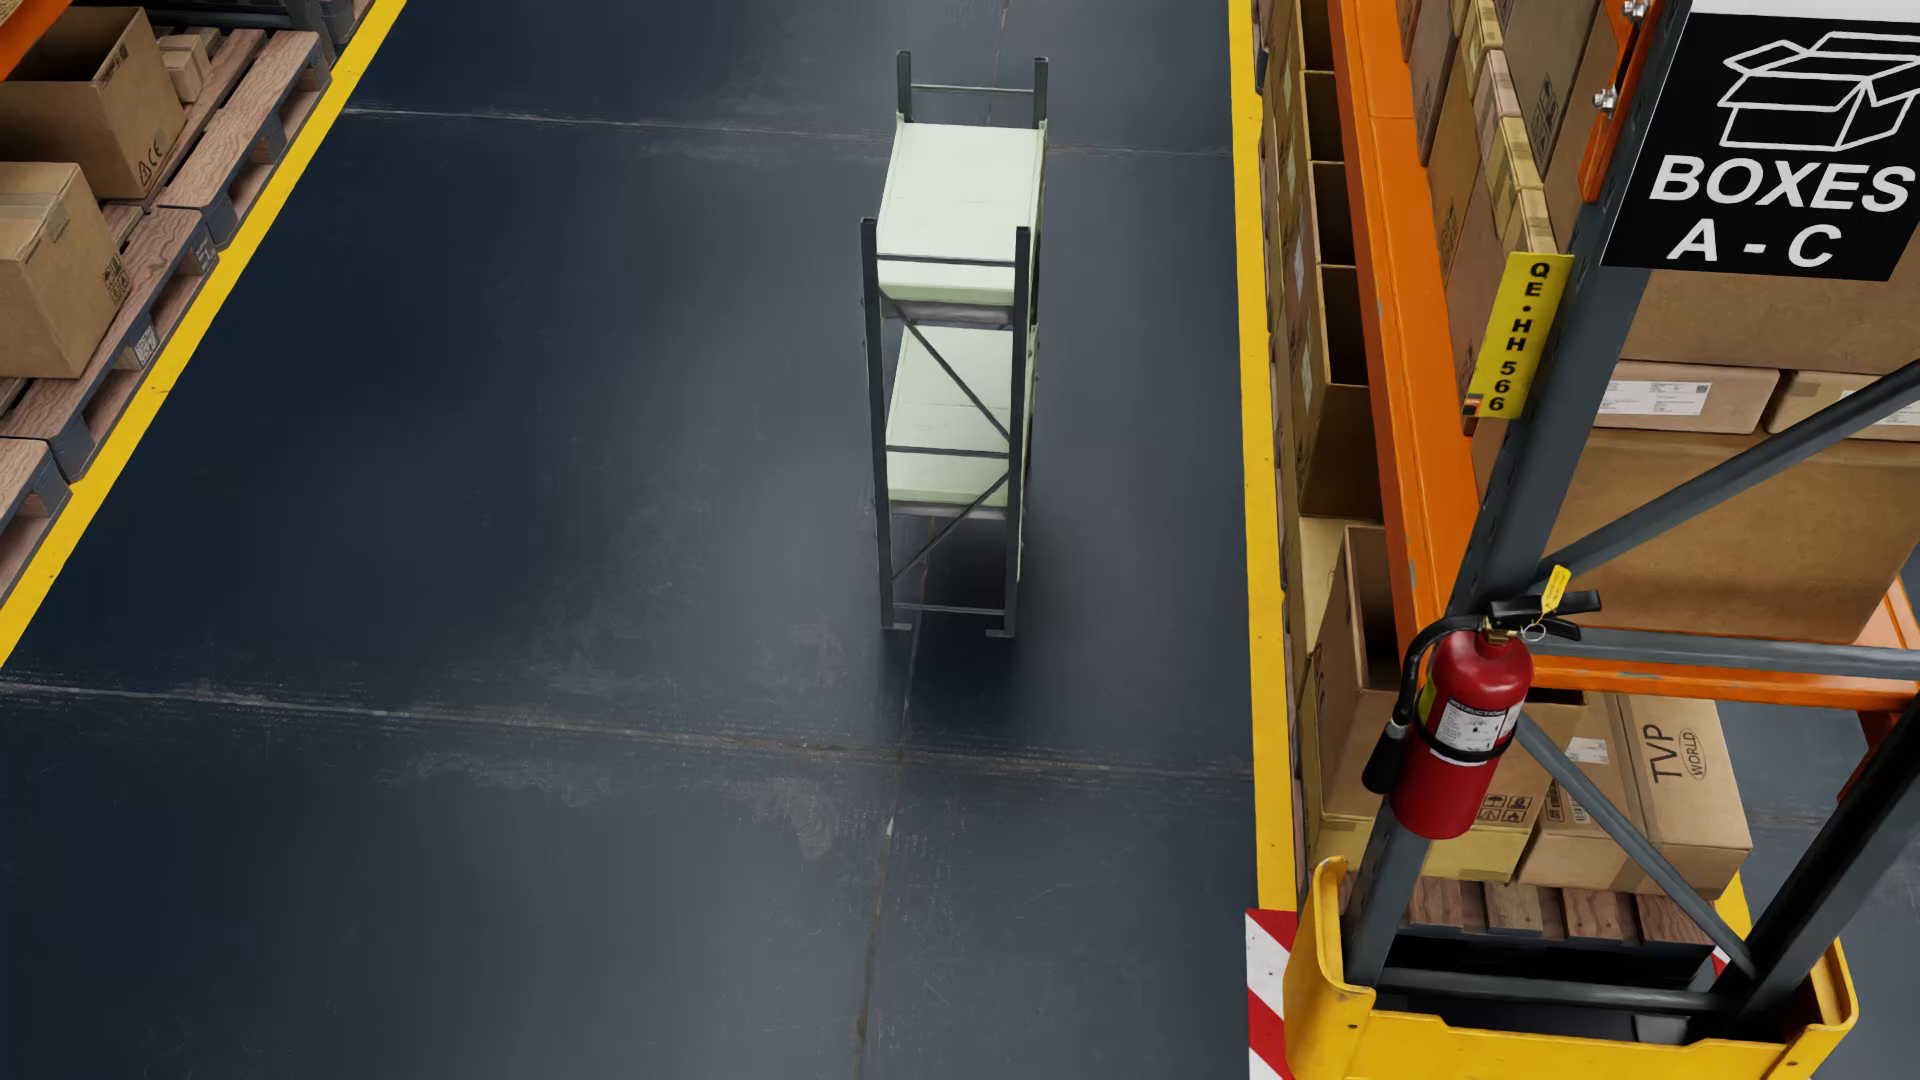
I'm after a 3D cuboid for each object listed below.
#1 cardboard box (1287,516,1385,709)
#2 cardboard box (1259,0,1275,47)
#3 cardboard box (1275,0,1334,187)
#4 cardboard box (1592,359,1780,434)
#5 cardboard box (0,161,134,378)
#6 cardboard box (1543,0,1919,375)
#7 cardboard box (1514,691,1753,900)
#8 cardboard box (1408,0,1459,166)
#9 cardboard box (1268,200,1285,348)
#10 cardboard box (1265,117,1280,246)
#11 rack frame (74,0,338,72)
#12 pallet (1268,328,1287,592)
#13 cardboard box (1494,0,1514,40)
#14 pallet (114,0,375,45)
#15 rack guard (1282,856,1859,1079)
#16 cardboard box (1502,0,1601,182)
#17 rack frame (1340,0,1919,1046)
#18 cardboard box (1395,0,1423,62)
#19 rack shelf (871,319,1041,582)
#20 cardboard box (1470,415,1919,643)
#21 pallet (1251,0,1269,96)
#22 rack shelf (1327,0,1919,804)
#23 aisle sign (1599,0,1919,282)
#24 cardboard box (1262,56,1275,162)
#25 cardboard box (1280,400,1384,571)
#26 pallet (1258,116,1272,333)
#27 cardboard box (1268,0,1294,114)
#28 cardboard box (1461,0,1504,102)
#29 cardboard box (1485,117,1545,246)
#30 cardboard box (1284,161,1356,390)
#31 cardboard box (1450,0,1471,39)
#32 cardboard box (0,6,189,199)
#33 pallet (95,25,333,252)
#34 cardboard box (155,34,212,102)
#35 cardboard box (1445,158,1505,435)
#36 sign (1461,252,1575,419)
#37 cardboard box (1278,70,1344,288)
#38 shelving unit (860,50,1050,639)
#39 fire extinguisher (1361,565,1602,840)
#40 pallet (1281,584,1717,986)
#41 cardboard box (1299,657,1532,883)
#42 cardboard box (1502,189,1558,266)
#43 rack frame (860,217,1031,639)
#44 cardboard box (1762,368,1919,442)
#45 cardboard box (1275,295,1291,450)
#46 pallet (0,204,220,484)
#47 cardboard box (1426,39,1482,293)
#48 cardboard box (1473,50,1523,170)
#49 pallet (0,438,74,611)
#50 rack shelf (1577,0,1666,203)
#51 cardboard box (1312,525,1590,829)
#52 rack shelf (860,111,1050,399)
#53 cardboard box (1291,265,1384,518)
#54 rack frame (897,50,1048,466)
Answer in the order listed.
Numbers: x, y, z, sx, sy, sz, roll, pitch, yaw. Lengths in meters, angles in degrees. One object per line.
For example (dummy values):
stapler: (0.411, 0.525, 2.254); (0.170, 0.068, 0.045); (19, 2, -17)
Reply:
cardboard box: (1.184, 0.213, 4.601); (0.500, 0.250, 0.500); (4, 48, 4)
cardboard box: (1.509, -2.268, 6.871); (0.500, 0.250, 0.500); (3, 48, 3)
cardboard box: (1.368, -1.509, 5.668); (0.500, 0.500, 0.500); (4, 48, 4)
cardboard box: (1.240, -0.337, 3.018); (0.380, 0.149, 0.250); (3, 48, 3)
cardboard box: (-3.217, -0.883, 5.421); (0.700, 0.500, 0.500); (1, 48, 1)
cardboard box: (1.455, -0.644, 2.859); (0.700, 0.500, 0.500); (4, 48, 4)
cardboard box: (1.666, 0.616, 4.232); (0.500, 0.250, 0.500); (4, 48, 4)
cardboard box: (1.589, -1.305, 4.343); (0.700, 0.500, 0.500); (5, 48, 5)
cardboard box: (1.314, -0.889, 5.609); (0.500, 0.250, 0.500); (4, 48, 4)
cardboard box: (1.365, -1.256, 5.945); (0.500, 0.250, 0.500); (4, 48, 4)
rack frame: (-3.173, -3.061, 6.017); (1.000, 3.000, 0.127); (4, 48, 4)
pallet: (1.537, -0.309, 5.389); (1.003, 0.211, 1.213); (4, 48, 4)
cardboard box: (1.543, -1.401, 3.552); (0.700, 0.500, 0.500); (4, 48, 4)
pallet: (-3.104, -2.692, 7.569); (1.003, 0.211, 1.213); (4, 48, 4)
rack guard: (1.393, 1.070, 3.932); (1.175, 0.500, 0.348); (4, 48, 4)
cardboard box: (1.498, -1.030, 3.213); (0.700, 0.500, 0.500); (3, 48, 3)
rack frame: (1.395, 0.209, 3.026); (1.000, 3.000, 0.127); (4, 48, 4)
cardboard box: (1.635, -1.681, 4.687); (0.700, 0.500, 0.500); (5, 48, 4)
rack shelf: (-0.001, -0.281, 4.933); (0.431, 0.370, 0.720); (4, 48, 4)
cardboard box: (1.451, -0.167, 3.302); (0.700, 0.500, 0.500); (4, 48, 4)
pallet: (1.788, -2.333, 7.241); (1.003, 0.211, 1.213); (4, 48, 4)
rack shelf: (1.578, -1.018, 4.636); (1.077, 0.370, 4.000); (4, 48, 4)
aisle sign: (1.097, -0.640, 2.041); (0.394, 0.787, 0.004); (4, 48, 4)
cardboard box: (1.416, -1.624, 6.281); (0.500, 0.250, 0.500); (4, 48, 4)
cardboard box: (1.227, -0.154, 4.937); (0.500, 0.250, 0.500); (4, 48, 4)
pallet: (1.646, -1.208, 6.211); (1.003, 0.211, 1.213); (4, 48, 4)
cardboard box: (1.406, -1.877, 6.005); (0.500, 0.500, 0.500); (4, 48, 4)
cardboard box: (1.335, -1.095, 3.712); (0.380, 0.149, 0.250); (5, 48, 5)
cardboard box: (1.286, -0.717, 3.366); (0.380, 0.149, 0.250); (3, 48, 3)
cardboard box: (1.271, -0.775, 4.997); (0.500, 0.500, 0.500); (4, 48, 4)
cardboard box: (1.357, -1.289, 3.889); (0.380, 0.149, 0.250); (5, 48, 5)
cardboard box: (-3.228, -1.600, 6.077); (0.500, 0.500, 0.500); (1, 48, 1)
pallet: (-3.199, -1.624, 6.592); (1.003, 0.211, 1.213); (4, 48, 4)
cardboard box: (-3.192, -1.858, 6.538); (0.380, 0.166, 0.250); (-2, 48, -2)
cardboard box: (1.494, -0.553, 3.655); (0.700, 0.500, 0.500); (5, 48, 5)
sign: (0.856, -0.308, 2.554); (0.100, 0.325, 0.005); (4, 48, 4)
cardboard box: (1.315, -1.142, 5.333); (0.500, 0.500, 0.500); (4, 48, 4)
shelving unit: (-0.001, -0.501, 4.692); (0.431, 1.500, 0.755); (4, 48, 4)
fire extinguisher: (0.922, 0.291, 3.004); (0.296, 0.674, 0.183); (4, 48, 4)
pallet: (1.423, 0.585, 4.571); (1.003, 0.211, 1.213); (4, 48, 4)
cardboard box: (1.150, 0.581, 4.264); (0.500, 0.250, 0.500); (4, 48, 4)
cardboard box: (1.263, -0.530, 3.194); (0.380, 0.149, 0.250); (5, 48, 5)
rack frame: (-0.034, -0.232, 4.446); (0.400, 1.500, 0.023); (4, 48, 4)
cardboard box: (1.646, -0.317, 3.000); (0.380, 0.149, 0.250); (4, 48, 3)
cardboard box: (1.275, -0.522, 5.273); (0.500, 0.250, 0.500); (4, 48, 4)
pallet: (-3.308, -0.725, 5.770); (1.003, 0.211, 1.213); (4, 48, 4)
cardboard box: (1.545, -0.918, 3.989); (0.700, 0.500, 0.500); (4, 48, 4)
cardboard box: (1.311, -0.902, 3.535); (0.380, 0.149, 0.250); (4, 48, 4)
pallet: (-3.422, 0.169, 4.952); (1.003, 0.211, 1.213); (4, 48, 4)
rack shelf: (1.578, -2.030, 3.529); (1.077, 0.370, 4.000); (4, 48, 4)
cardboard box: (1.148, 0.328, 3.988); (0.500, 0.500, 0.500); (4, 48, 4)
rack shelf: (-0.001, -0.765, 4.404); (0.431, 0.370, 0.720); (4, 48, 4)
cardboard box: (1.224, -0.408, 4.661); (0.500, 0.500, 0.500); (4, 48, 4)
rack frame: (0.033, -0.770, 4.938); (0.400, 1.500, 0.023); (4, 48, 4)
